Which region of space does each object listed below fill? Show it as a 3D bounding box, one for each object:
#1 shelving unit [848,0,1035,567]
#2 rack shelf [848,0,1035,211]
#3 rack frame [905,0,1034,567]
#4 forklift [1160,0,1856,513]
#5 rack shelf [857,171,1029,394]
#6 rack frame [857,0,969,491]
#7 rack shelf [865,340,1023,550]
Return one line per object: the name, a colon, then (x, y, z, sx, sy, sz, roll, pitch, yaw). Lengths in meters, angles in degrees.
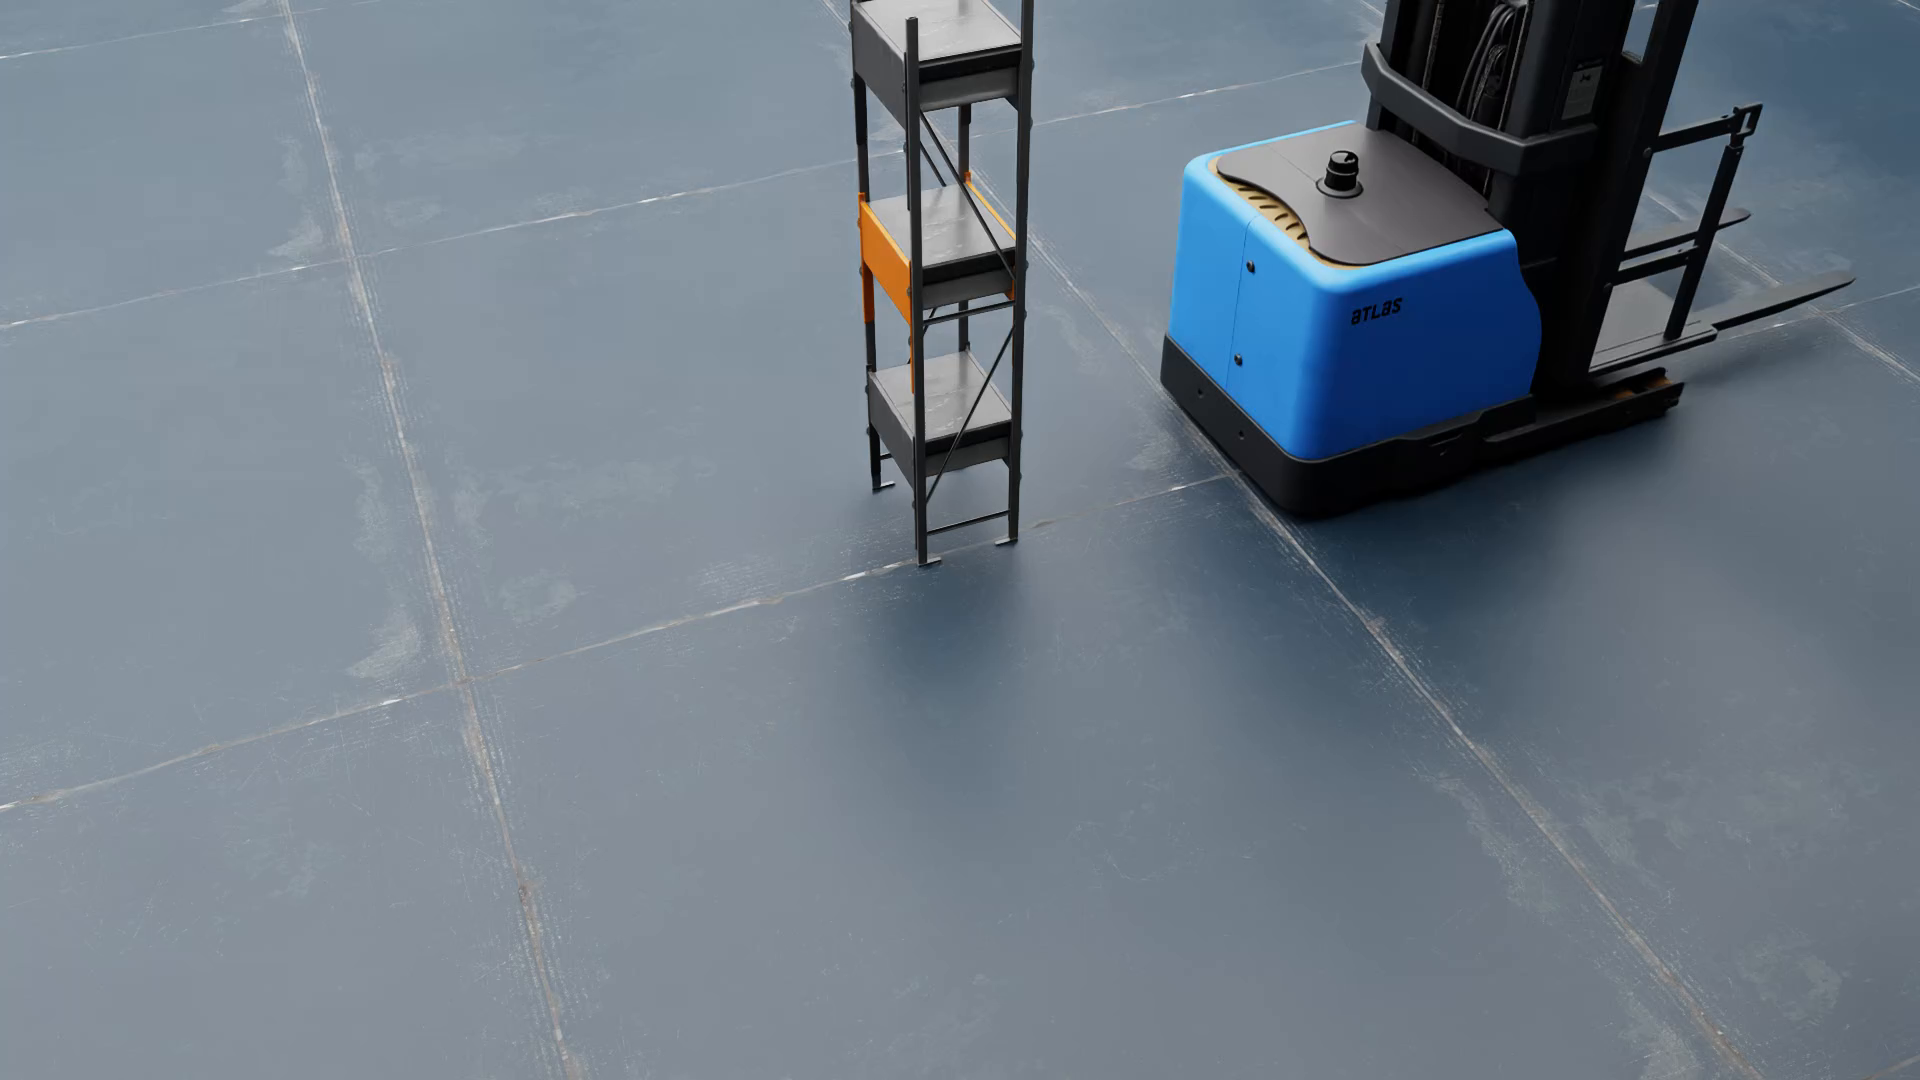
shelving unit: (-0.063, -0.896, 5.681, 0.431, 2.100, 0.503, -15, 43, -17)
rack shelf: (-0.063, -1.416, 5.234, 0.431, 0.518, 0.480, -15, 43, -17)
rack frame: (0.030, -0.749, 5.510, 0.400, 2.100, 0.015, -15, 43, -17)
forklift: (2.391, -1.864, 6.170, 3.031, 2.935, 1.130, -17, 44, -19)
rack shelf: (-0.063, -0.886, 5.690, 0.431, 0.518, 0.480, -15, 43, -17)
rack frame: (-0.157, -1.043, 5.852, 0.400, 2.100, 0.015, -15, 43, -17)
rack shelf: (-0.063, -0.355, 6.147, 0.431, 0.518, 0.480, -15, 43, -17)
